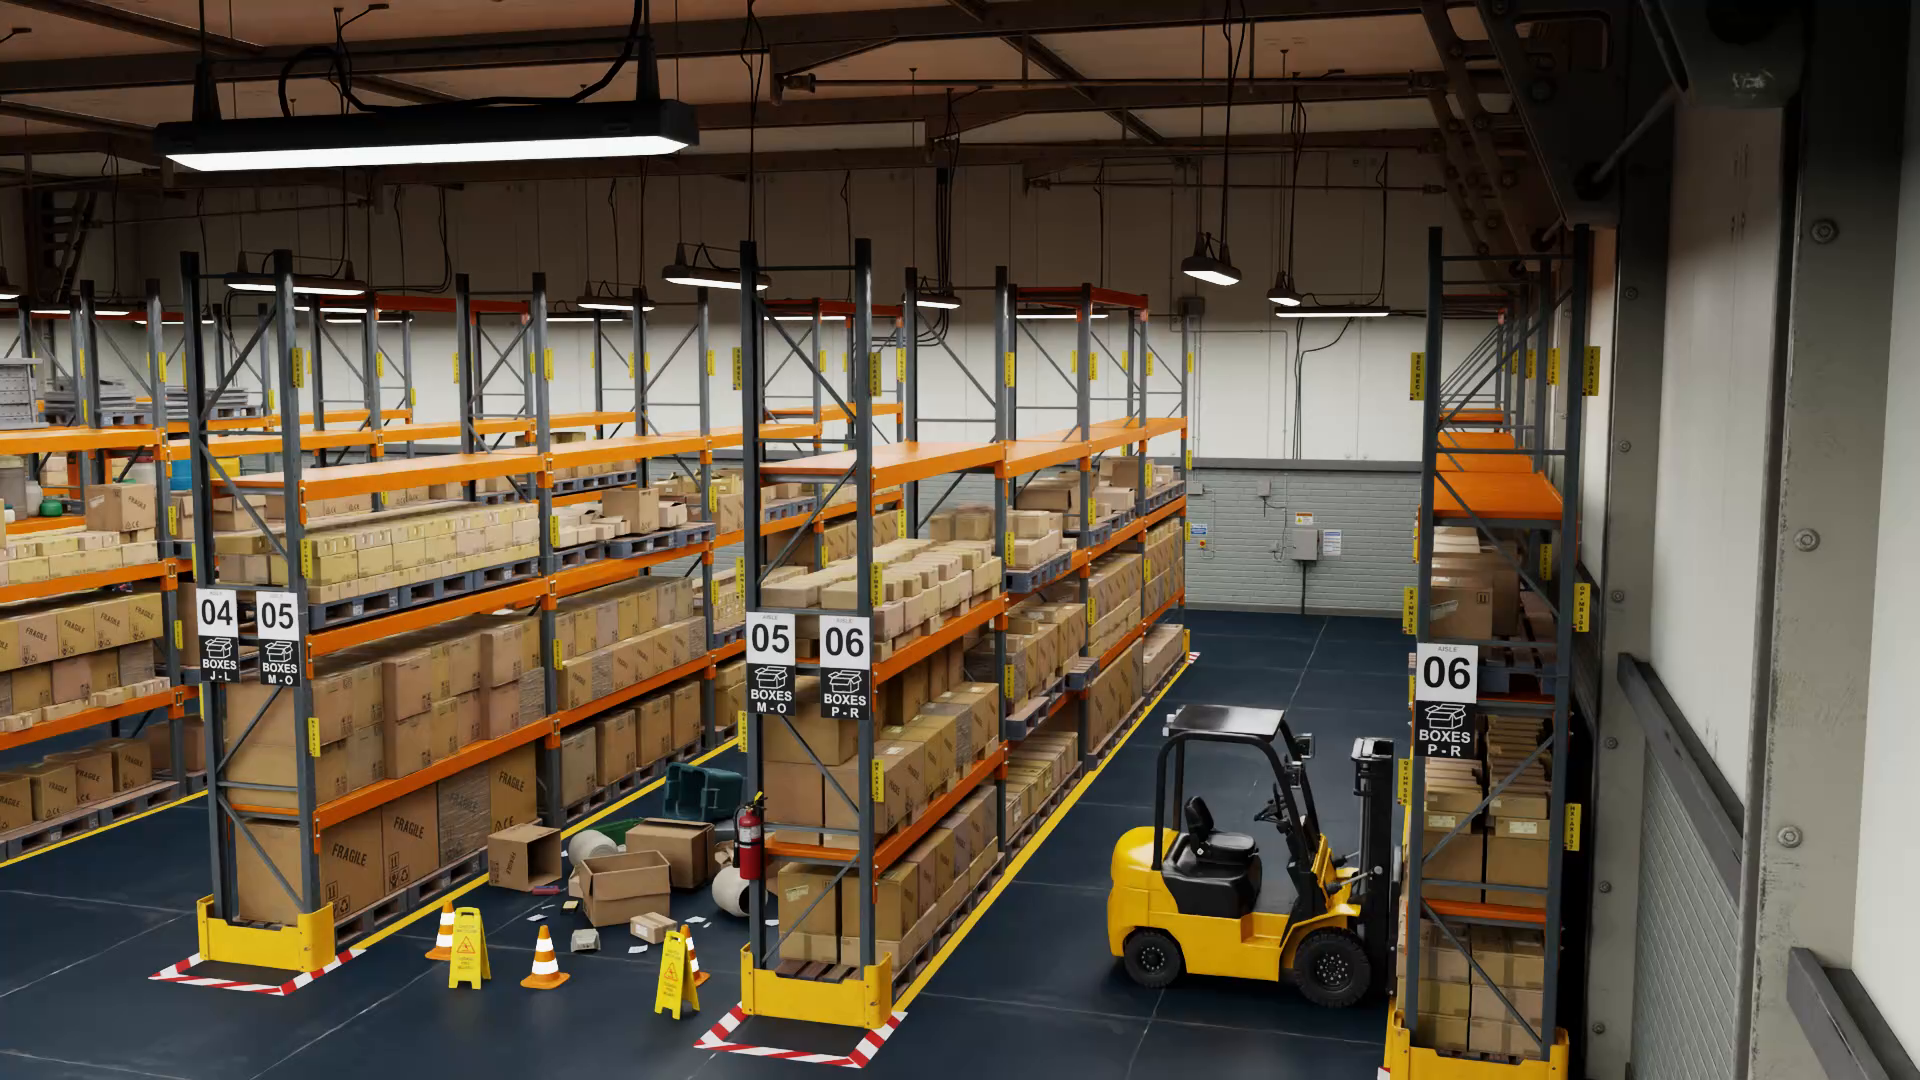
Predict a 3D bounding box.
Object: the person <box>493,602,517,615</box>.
[{"bbox_3d":[-6.511,1.611,23.936,0.600,1.786,0.518,5,8,40],"label":"person"}]
